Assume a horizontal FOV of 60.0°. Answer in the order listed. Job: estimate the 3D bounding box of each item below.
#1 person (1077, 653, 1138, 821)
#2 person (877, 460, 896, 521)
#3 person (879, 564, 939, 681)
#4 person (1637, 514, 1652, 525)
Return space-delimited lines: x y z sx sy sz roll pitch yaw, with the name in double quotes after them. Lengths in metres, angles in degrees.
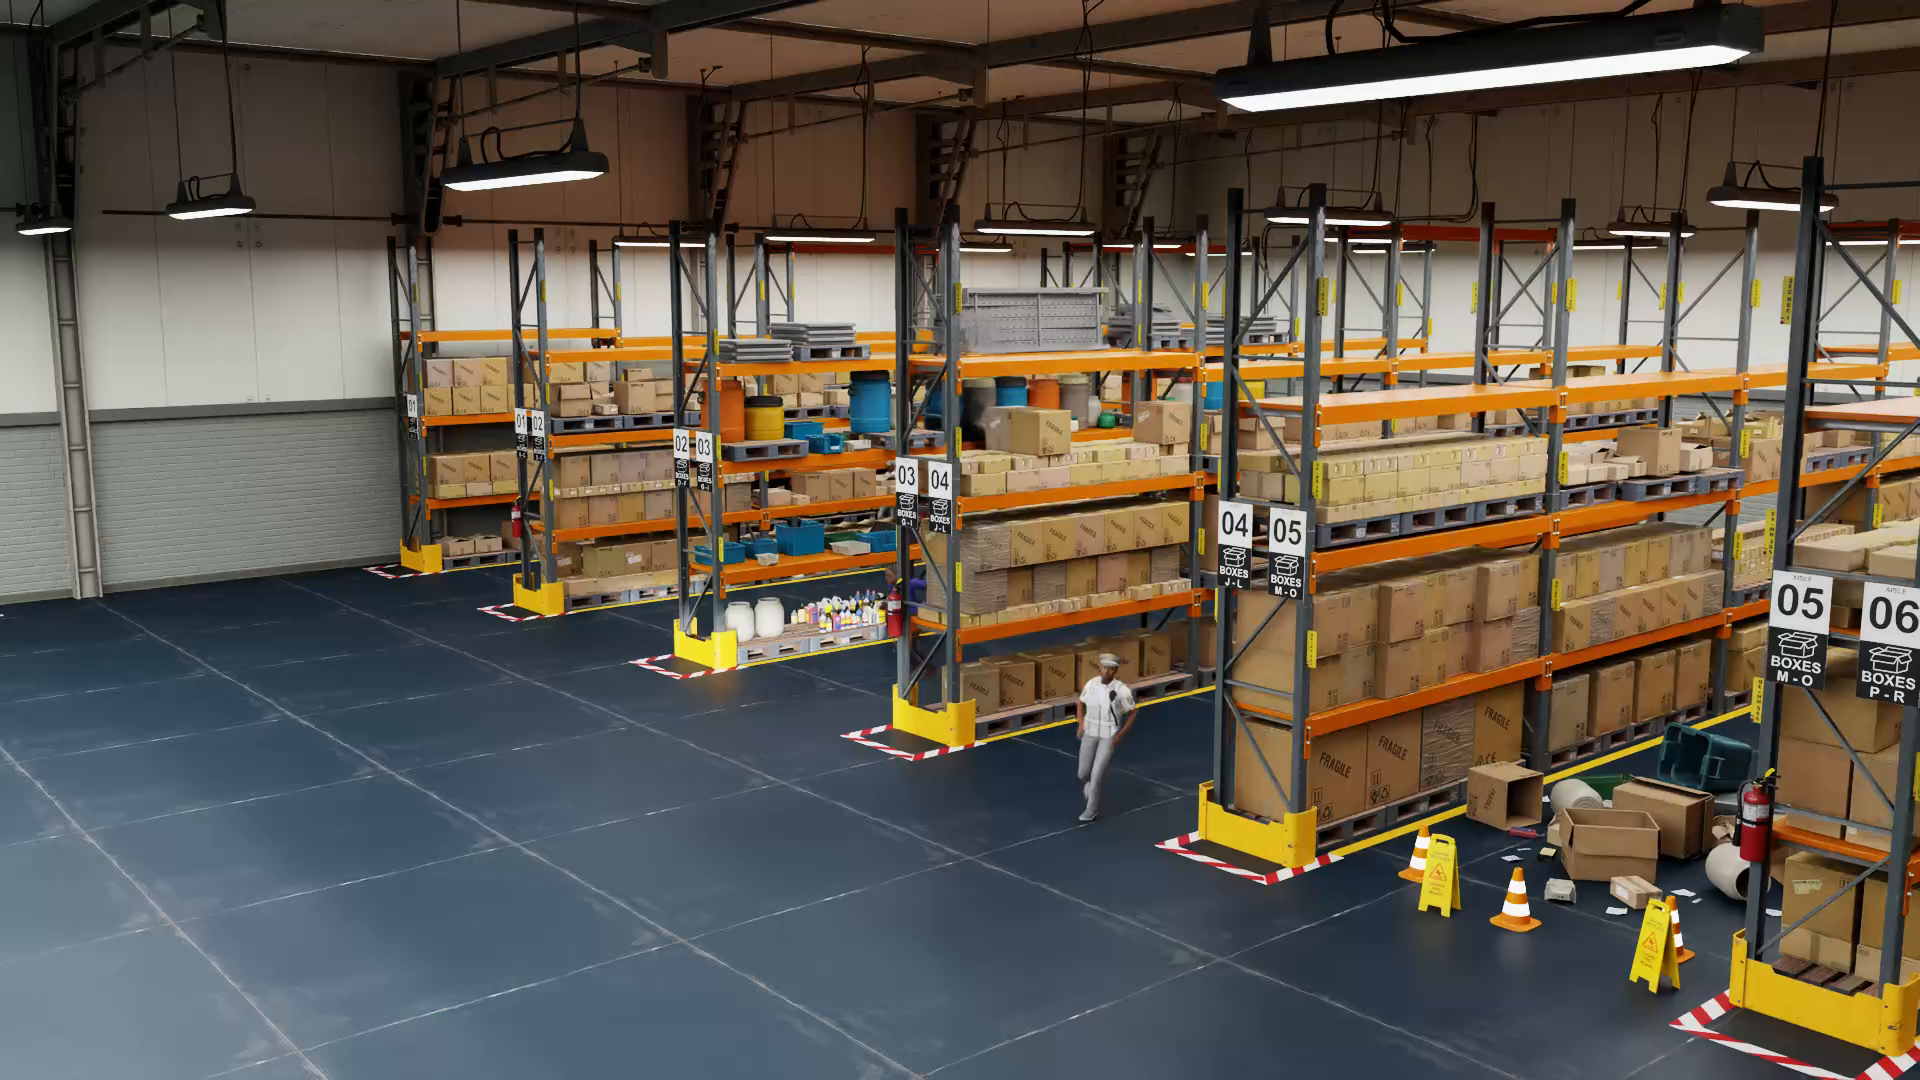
1.431 1.884 16.210 0.610 1.650 0.594 3 9 19 "person"
-1.342 -0.762 33.291 0.593 1.724 0.815 8 12 42 "person"
-0.596 1.021 20.486 0.904 1.514 0.606 -7 11 -39 "person"
10.970 0.290 26.461 0.604 1.657 0.893 8 12 41 "person"
